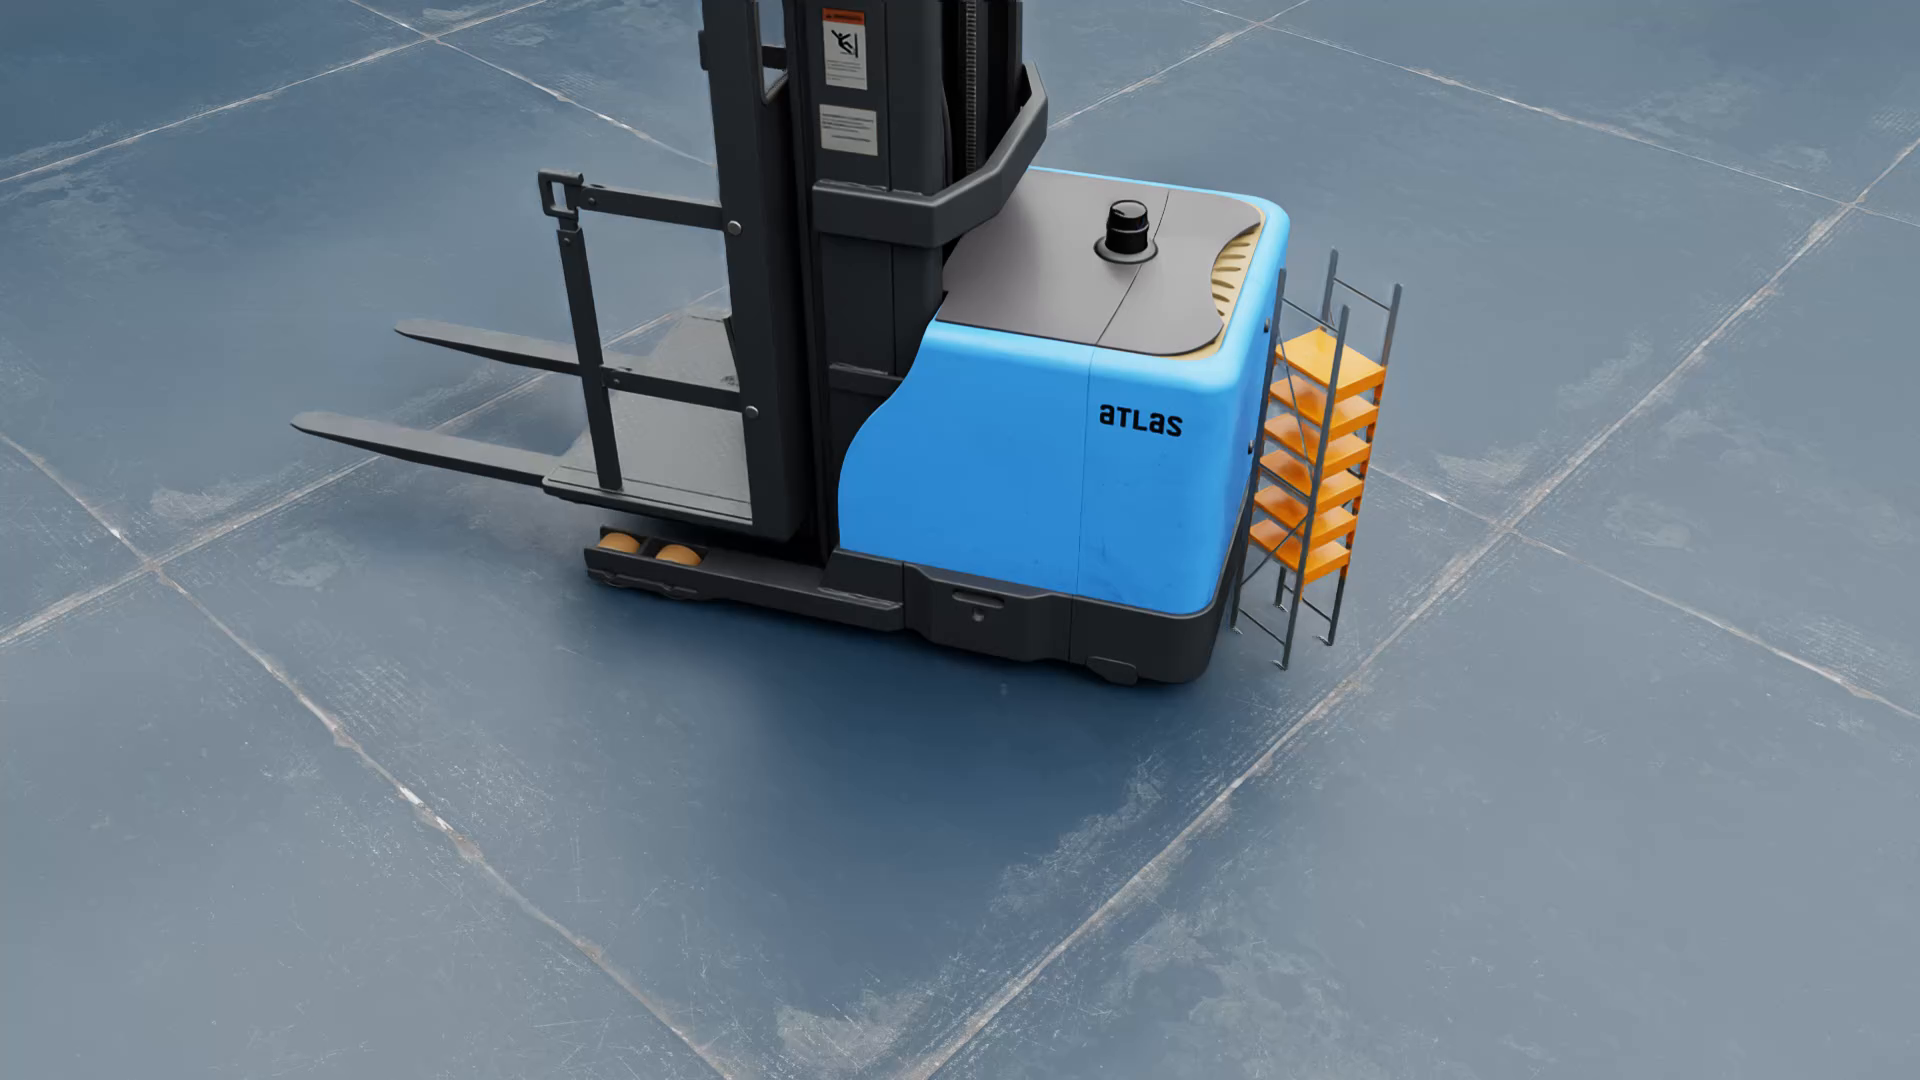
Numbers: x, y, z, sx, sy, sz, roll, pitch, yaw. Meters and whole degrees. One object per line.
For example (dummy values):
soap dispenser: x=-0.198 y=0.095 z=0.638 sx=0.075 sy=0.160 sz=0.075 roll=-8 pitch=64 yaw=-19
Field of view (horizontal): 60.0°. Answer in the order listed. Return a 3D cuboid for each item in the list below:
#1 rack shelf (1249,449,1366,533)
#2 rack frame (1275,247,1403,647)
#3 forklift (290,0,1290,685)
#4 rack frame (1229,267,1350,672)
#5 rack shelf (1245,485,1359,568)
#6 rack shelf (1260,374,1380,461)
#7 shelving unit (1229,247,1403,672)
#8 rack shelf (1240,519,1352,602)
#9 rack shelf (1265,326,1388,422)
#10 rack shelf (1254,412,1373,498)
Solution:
rack shelf: x=0.947 y=-0.152 z=4.547 sx=0.180 sy=0.103 sz=0.258 roll=-23 pitch=44 yaw=-27
rack frame: x=1.022 y=-0.219 z=4.561 sx=0.006 sy=1.200 sz=0.240 roll=-23 pitch=44 yaw=-27
forklift: x=-0.621 y=-1.268 z=4.489 sx=3.031 sy=2.935 sz=1.130 roll=11 pitch=40 yaw=13
rack frame: x=0.872 y=-0.155 z=4.478 sx=0.006 sy=1.200 sz=0.240 roll=-23 pitch=44 yaw=-27
rack shelf: x=0.946 y=-0.058 z=4.622 sx=0.180 sy=0.103 sz=0.258 roll=-23 pitch=44 yaw=-27
rack shelf: x=0.948 y=-0.340 z=4.399 sx=0.180 sy=0.103 sz=0.258 roll=-23 pitch=44 yaw=-27
shelving unit: x=0.947 y=-0.187 z=4.520 sx=0.189 sy=1.200 sz=0.258 roll=-23 pitch=44 yaw=-27
rack shelf: x=0.946 y=0.036 z=4.696 sx=0.180 sy=0.103 sz=0.258 roll=-23 pitch=44 yaw=-27
rack shelf: x=0.949 y=-0.434 z=4.324 sx=0.180 sy=0.103 sz=0.258 roll=-23 pitch=44 yaw=-27
rack shelf: x=0.948 y=-0.246 z=4.473 sx=0.180 sy=0.103 sz=0.258 roll=-23 pitch=44 yaw=-27
